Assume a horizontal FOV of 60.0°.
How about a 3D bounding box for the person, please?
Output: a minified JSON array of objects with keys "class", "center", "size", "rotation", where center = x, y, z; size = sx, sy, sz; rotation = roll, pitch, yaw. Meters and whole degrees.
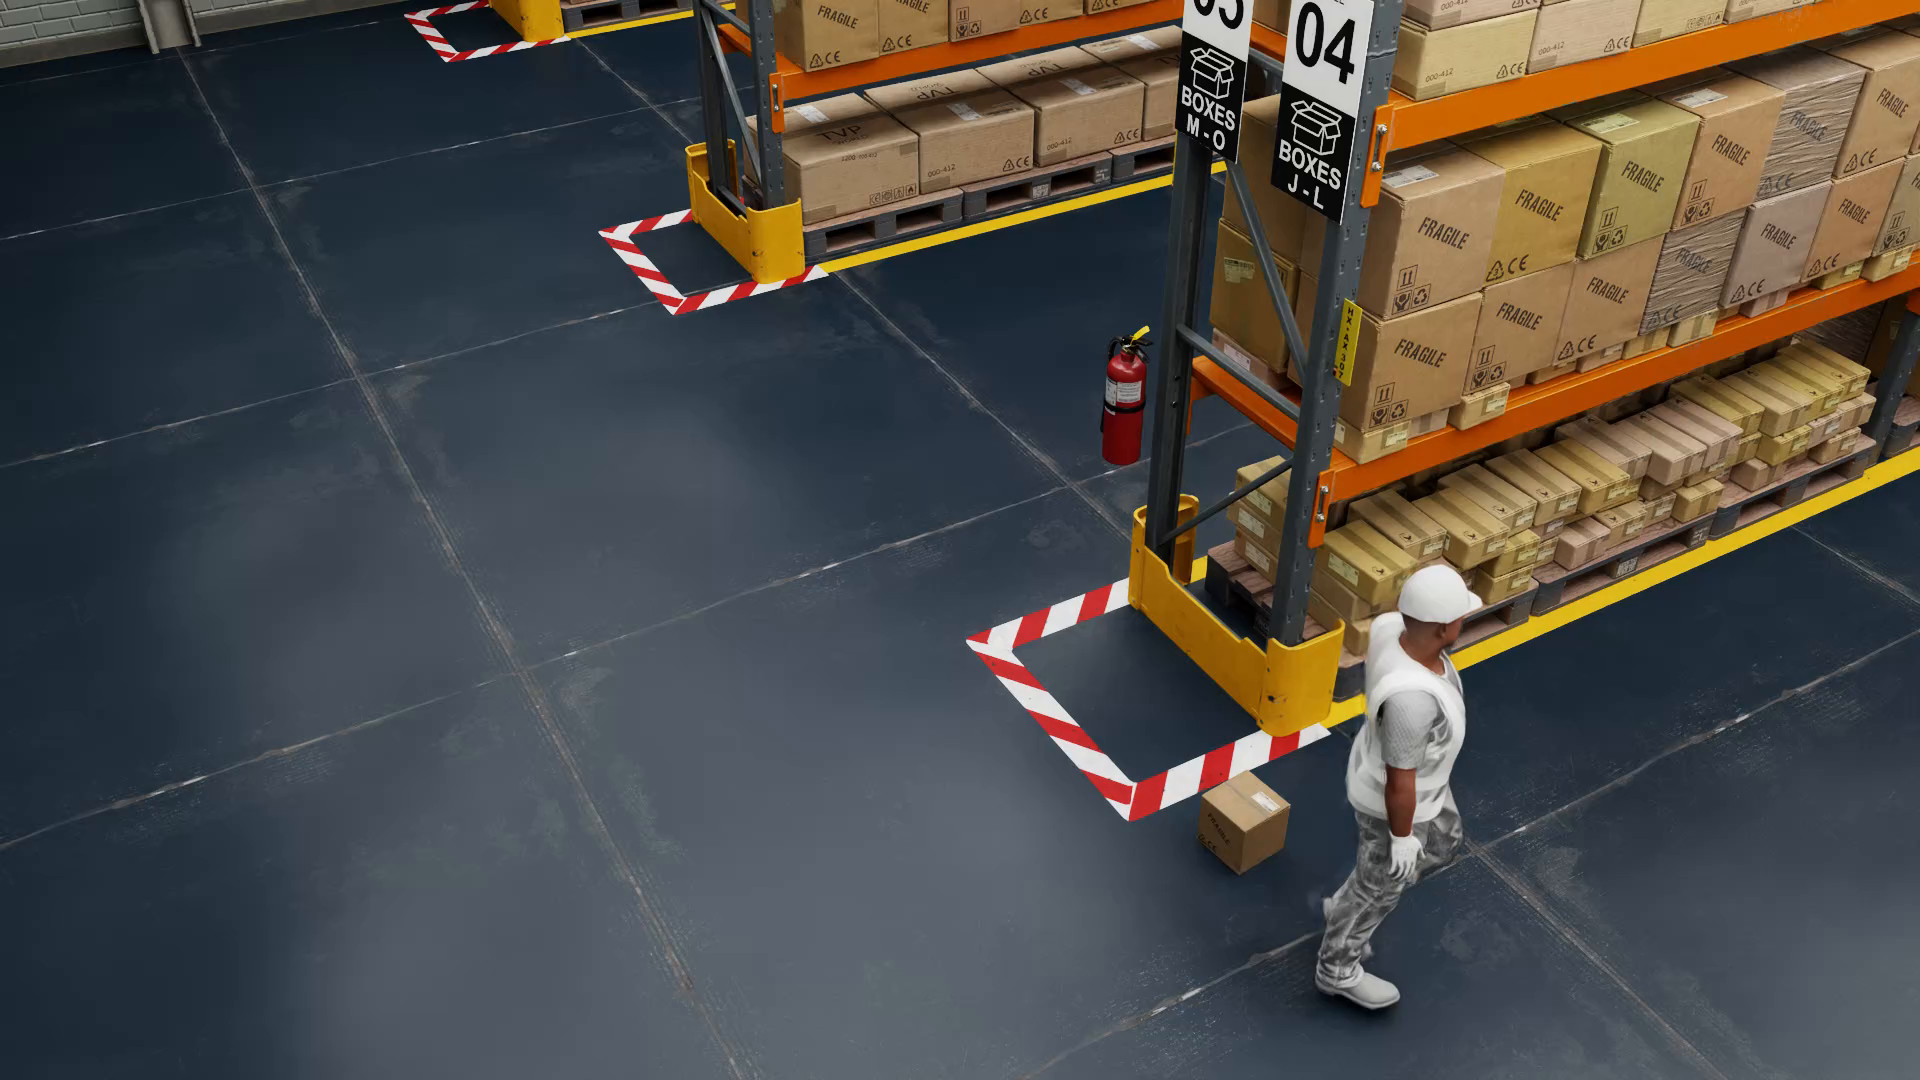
[{"class":"person","center":[1.557,0.857,5.721],"size":[0.456,1.768,0.647],"rotation":[8,37,11]}]
